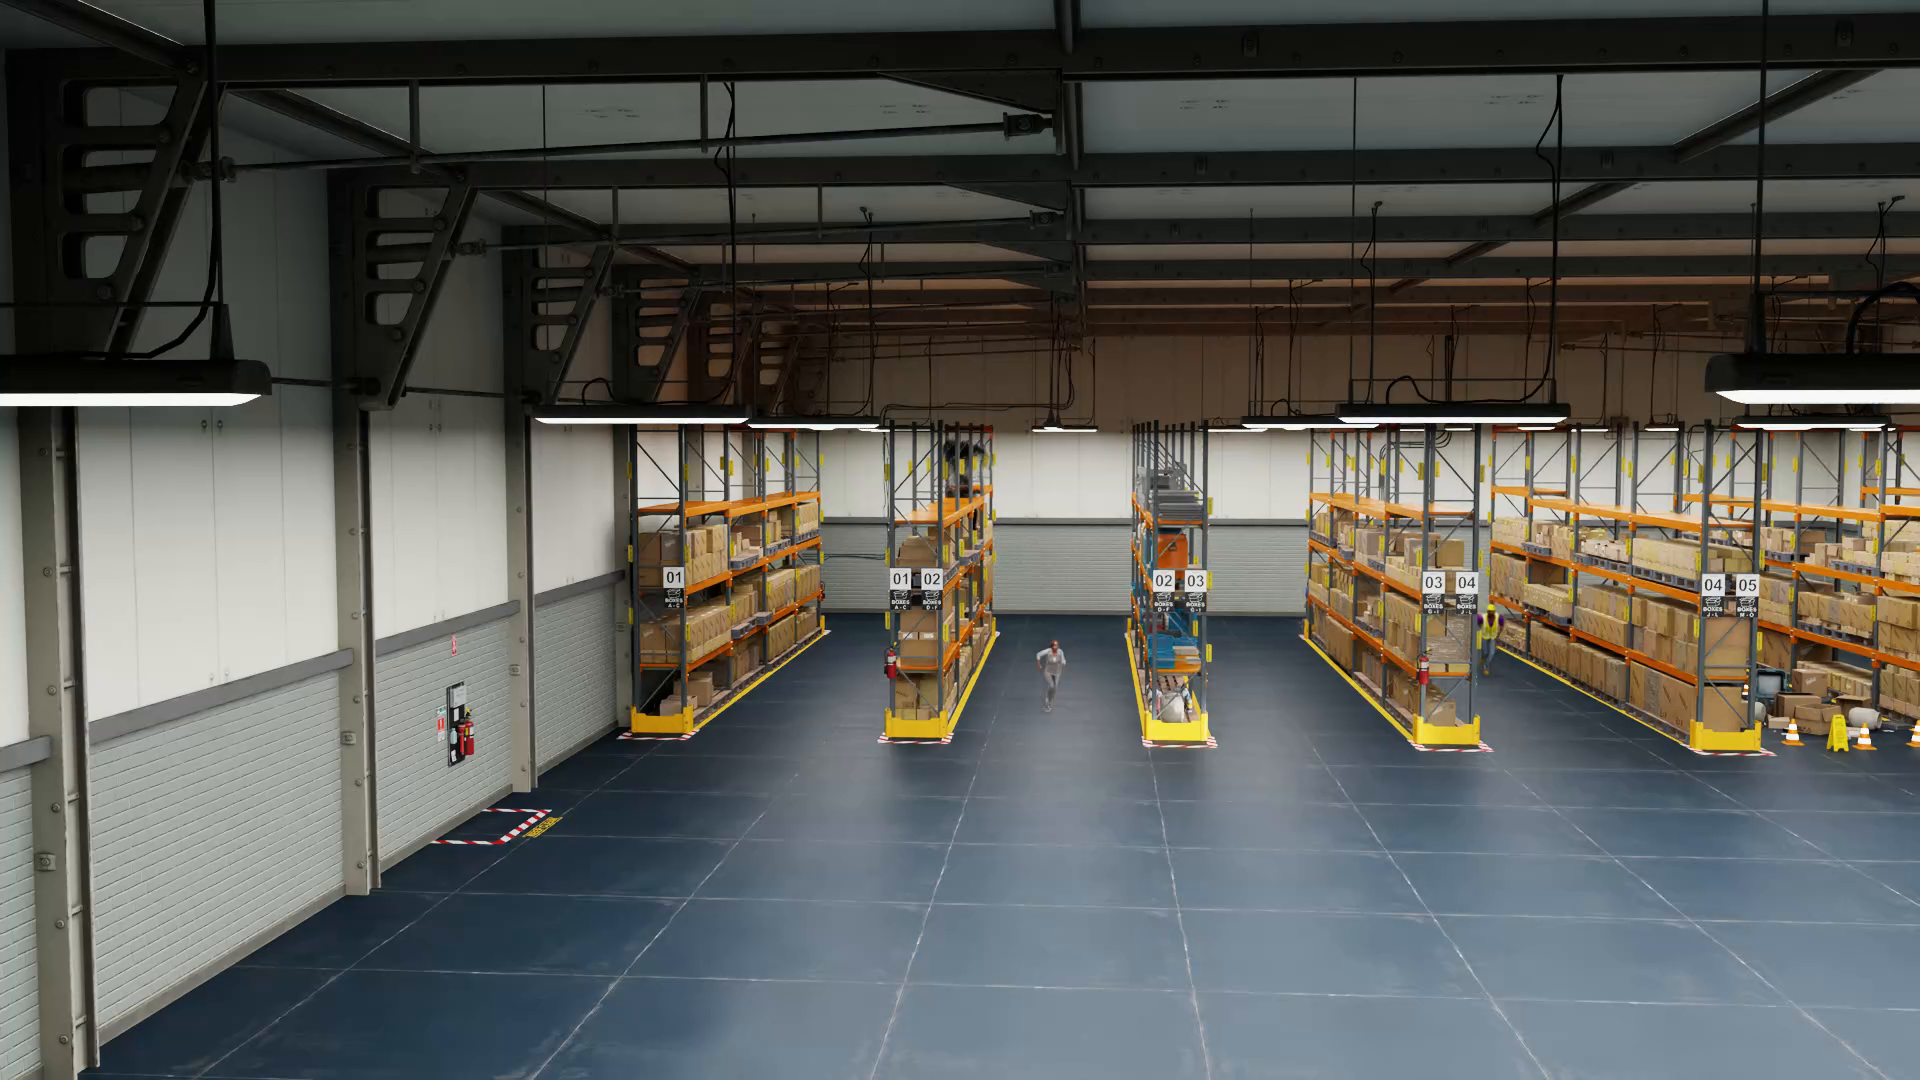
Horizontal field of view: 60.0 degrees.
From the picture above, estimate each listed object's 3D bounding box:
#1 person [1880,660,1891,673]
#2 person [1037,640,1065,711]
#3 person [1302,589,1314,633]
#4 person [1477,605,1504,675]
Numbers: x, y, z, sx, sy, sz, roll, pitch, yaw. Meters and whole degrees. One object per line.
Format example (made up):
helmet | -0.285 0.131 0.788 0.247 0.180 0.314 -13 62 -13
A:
person | 20.852 2.589 37.192 0.623 1.648 0.756 0 4 1
person | 1.892 2.793 34.193 0.524 1.524 0.729 -1 4 -17
person | 10.118 1.909 47.883 0.557 1.610 0.576 0 4 1
person | 12.688 2.375 39.906 0.698 1.694 0.851 0 4 3
